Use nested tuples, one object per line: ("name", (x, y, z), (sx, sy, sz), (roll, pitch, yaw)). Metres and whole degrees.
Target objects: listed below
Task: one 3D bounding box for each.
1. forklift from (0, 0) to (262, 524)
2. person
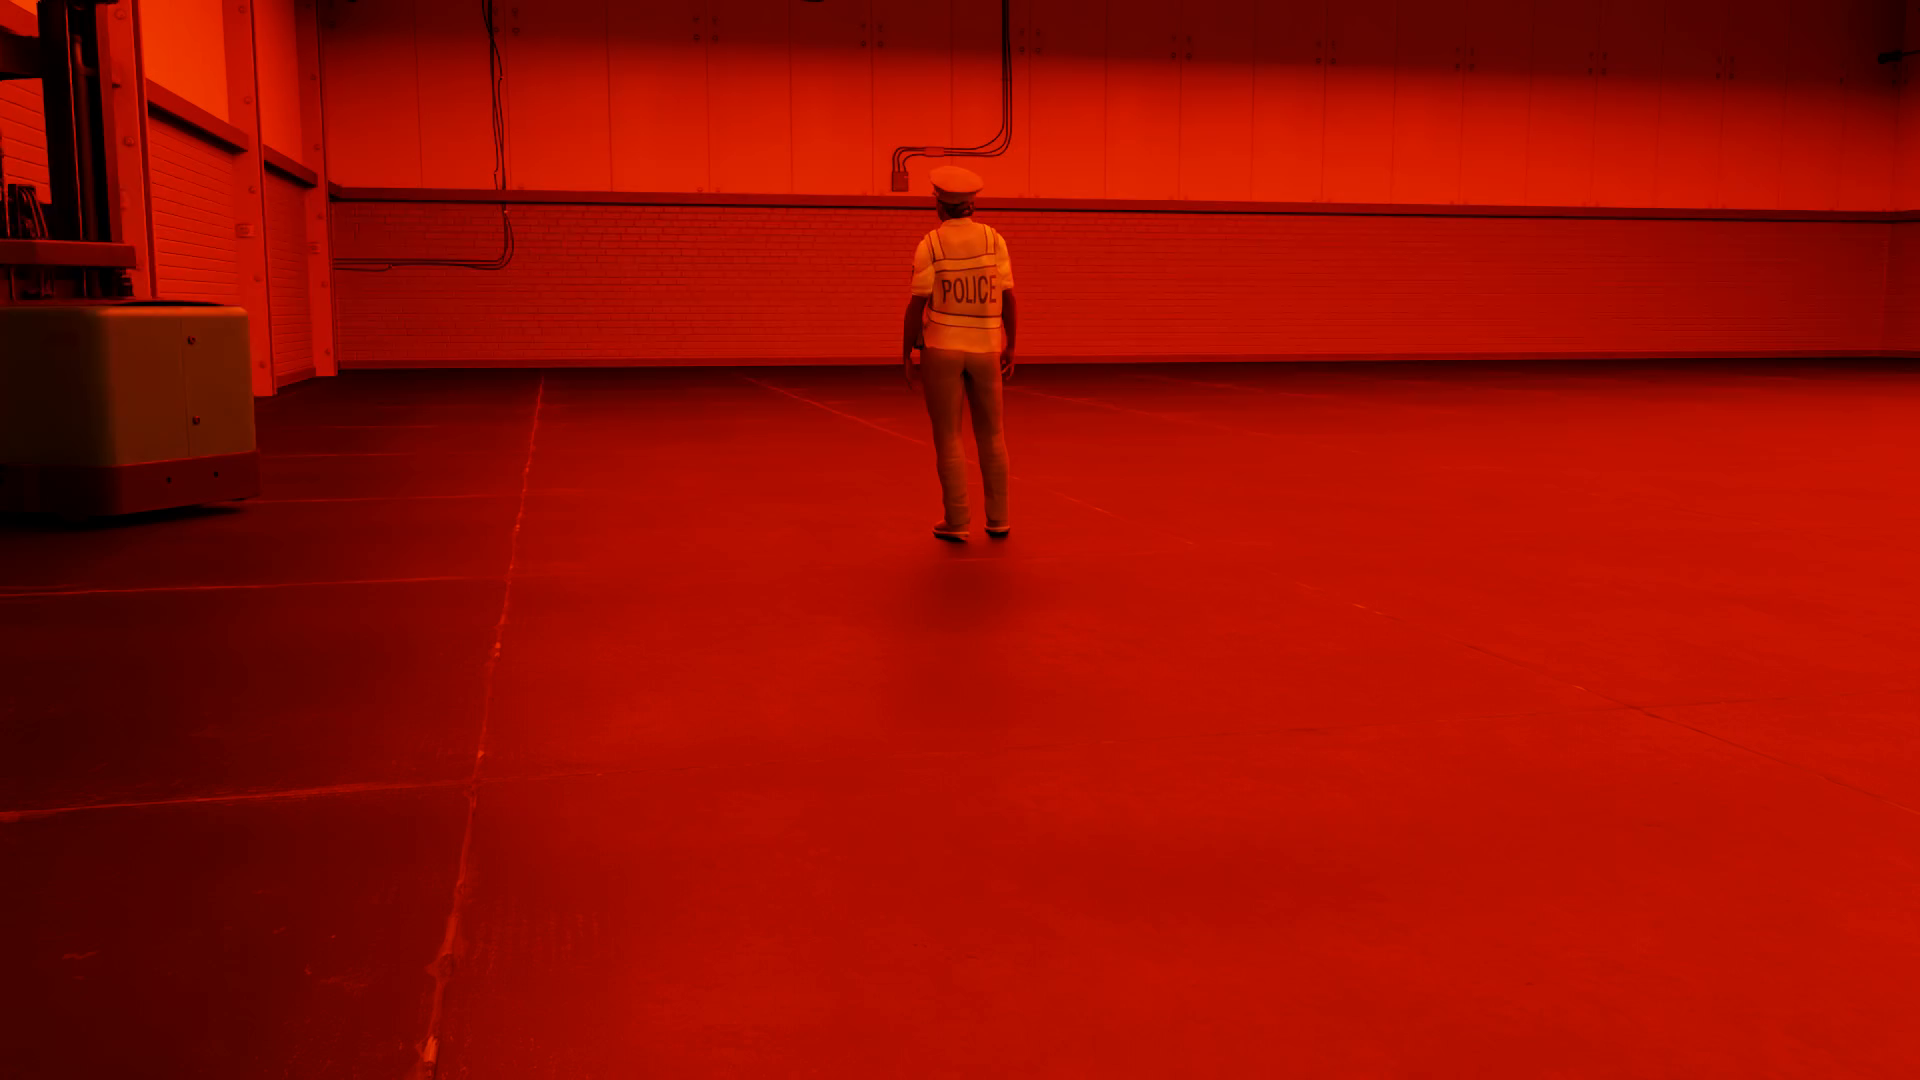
("forklift", (-5.308, -1.636, 8.817), (3.031, 2.935, 1.130), (3, 9, 21))
("person", (0.002, -0.857, 7.665), (0.569, 1.695, 0.530), (-2, 8, -13))
